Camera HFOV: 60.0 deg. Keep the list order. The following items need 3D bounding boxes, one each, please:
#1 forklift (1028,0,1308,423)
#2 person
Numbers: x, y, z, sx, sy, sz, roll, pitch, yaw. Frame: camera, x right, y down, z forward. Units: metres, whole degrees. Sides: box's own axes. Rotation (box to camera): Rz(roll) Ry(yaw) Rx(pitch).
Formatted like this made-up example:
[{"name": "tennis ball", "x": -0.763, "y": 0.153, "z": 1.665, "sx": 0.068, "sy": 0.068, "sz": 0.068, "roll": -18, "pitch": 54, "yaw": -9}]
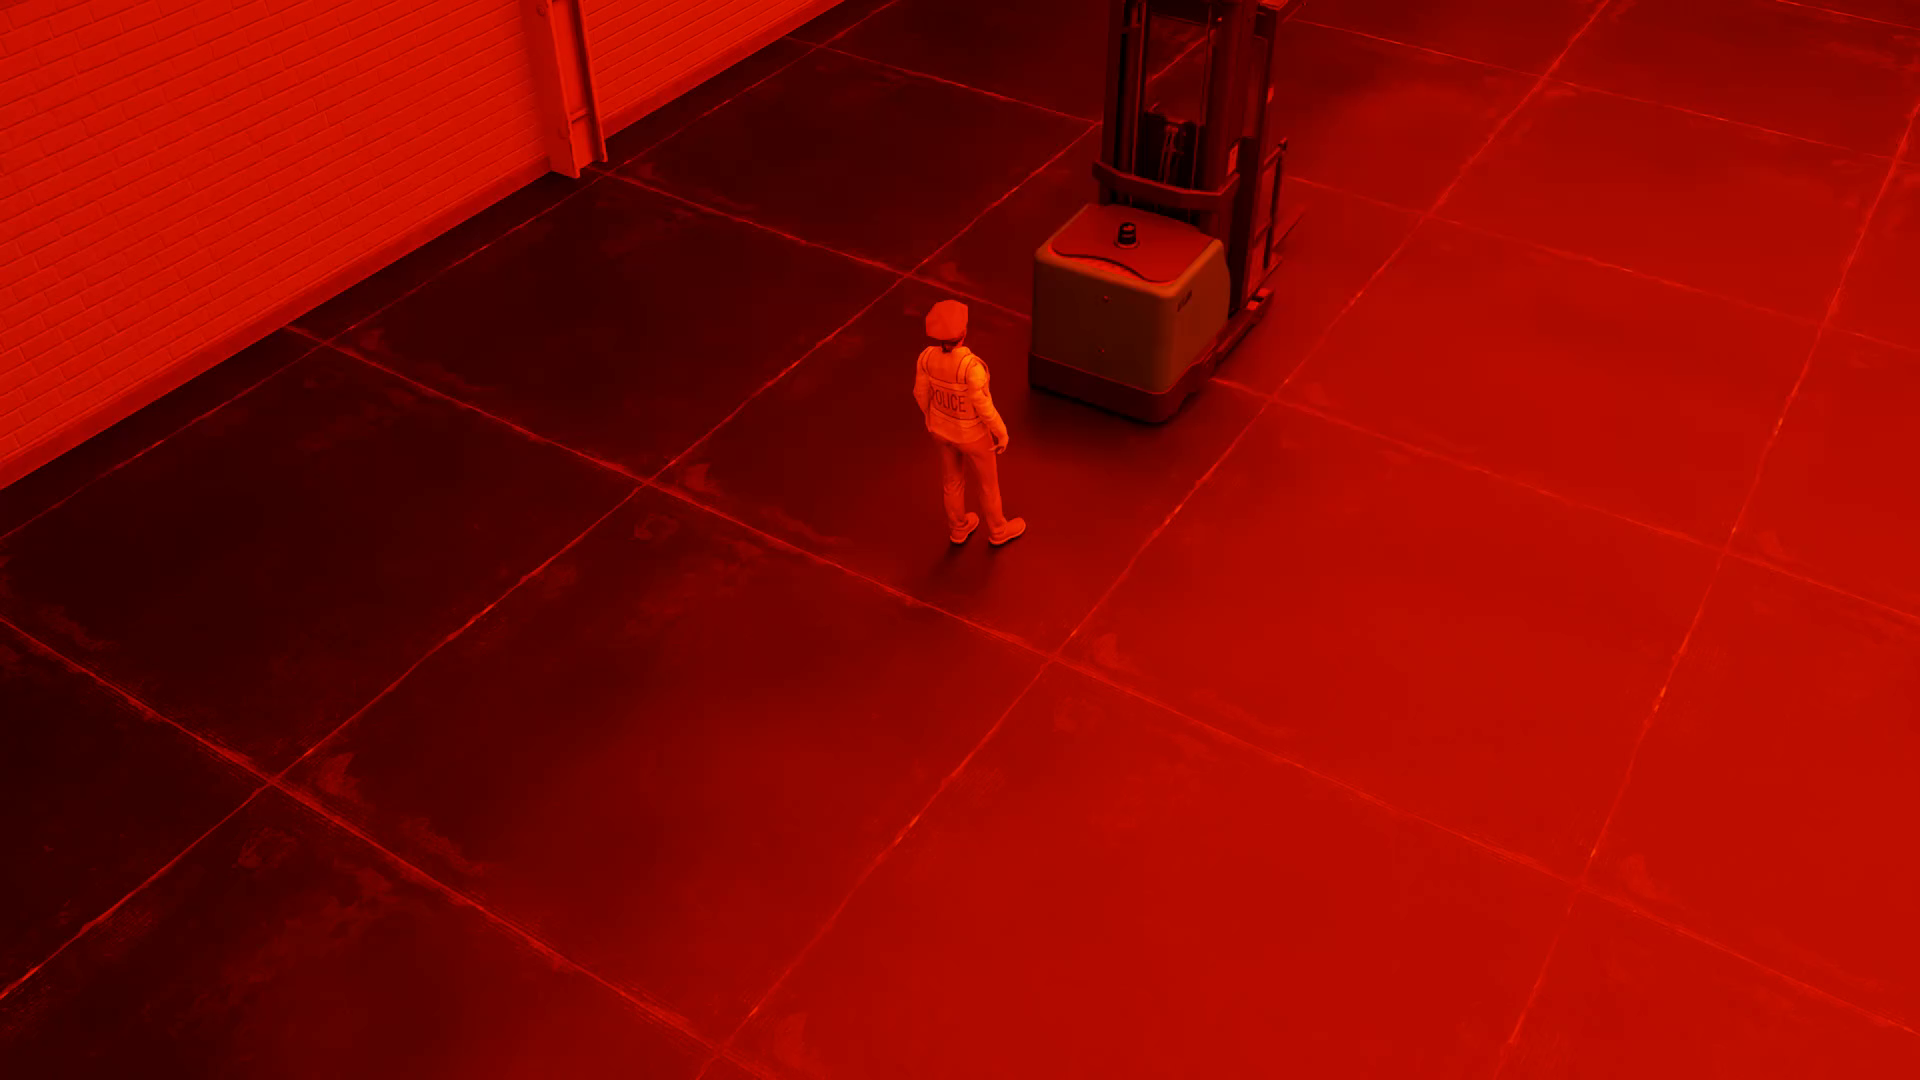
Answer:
[{"name": "forklift", "x": 1.650, "y": -2.828, "z": 11.304, "sx": 1.130, "sy": 2.935, "sz": 3.031, "roll": 21, "pitch": 45, "yaw": 23}, {"name": "person", "x": 0.043, "y": -0.687, "z": 9.723, "sx": 0.586, "sy": 1.694, "sz": 0.530, "roll": 22, "pitch": 45, "yaw": 24}]
